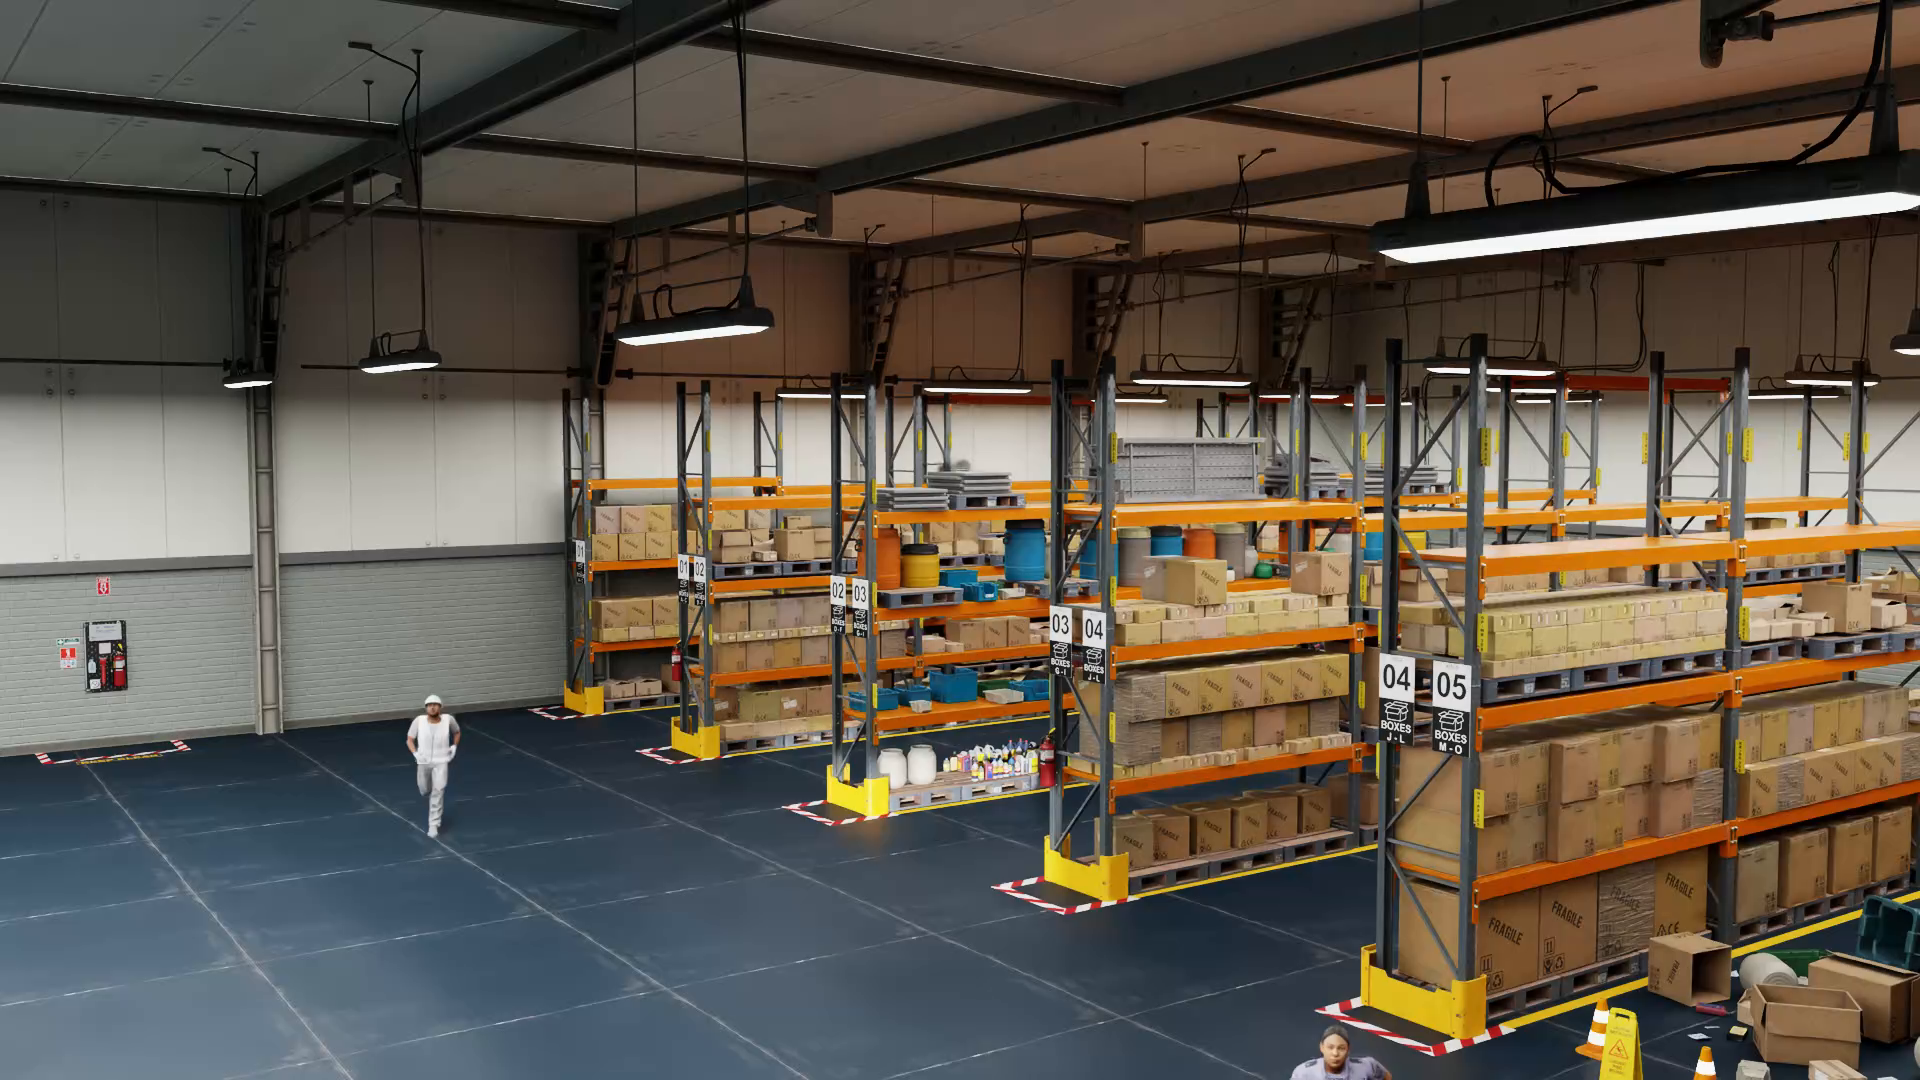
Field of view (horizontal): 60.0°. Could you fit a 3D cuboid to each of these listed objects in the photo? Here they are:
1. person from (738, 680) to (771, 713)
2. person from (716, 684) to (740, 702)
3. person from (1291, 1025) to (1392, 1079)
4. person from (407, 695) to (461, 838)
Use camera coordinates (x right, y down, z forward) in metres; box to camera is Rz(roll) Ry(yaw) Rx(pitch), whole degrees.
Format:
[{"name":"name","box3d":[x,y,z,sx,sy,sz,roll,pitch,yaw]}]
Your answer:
[{"name":"person","box3d":[-3.568,2.165,29.522,0.909,1.777,0.692,-3,4,-35]},{"name":"person","box3d":[-4.123,2.465,29.586,0.557,1.598,0.929,3,5,40]},{"name":"person","box3d":[2.275,3.715,10.024,0.626,1.679,0.828,1,4,15]},{"name":"person","box3d":[-6.885,2.906,21.738,0.629,1.765,1.069,0,4,-7]}]
